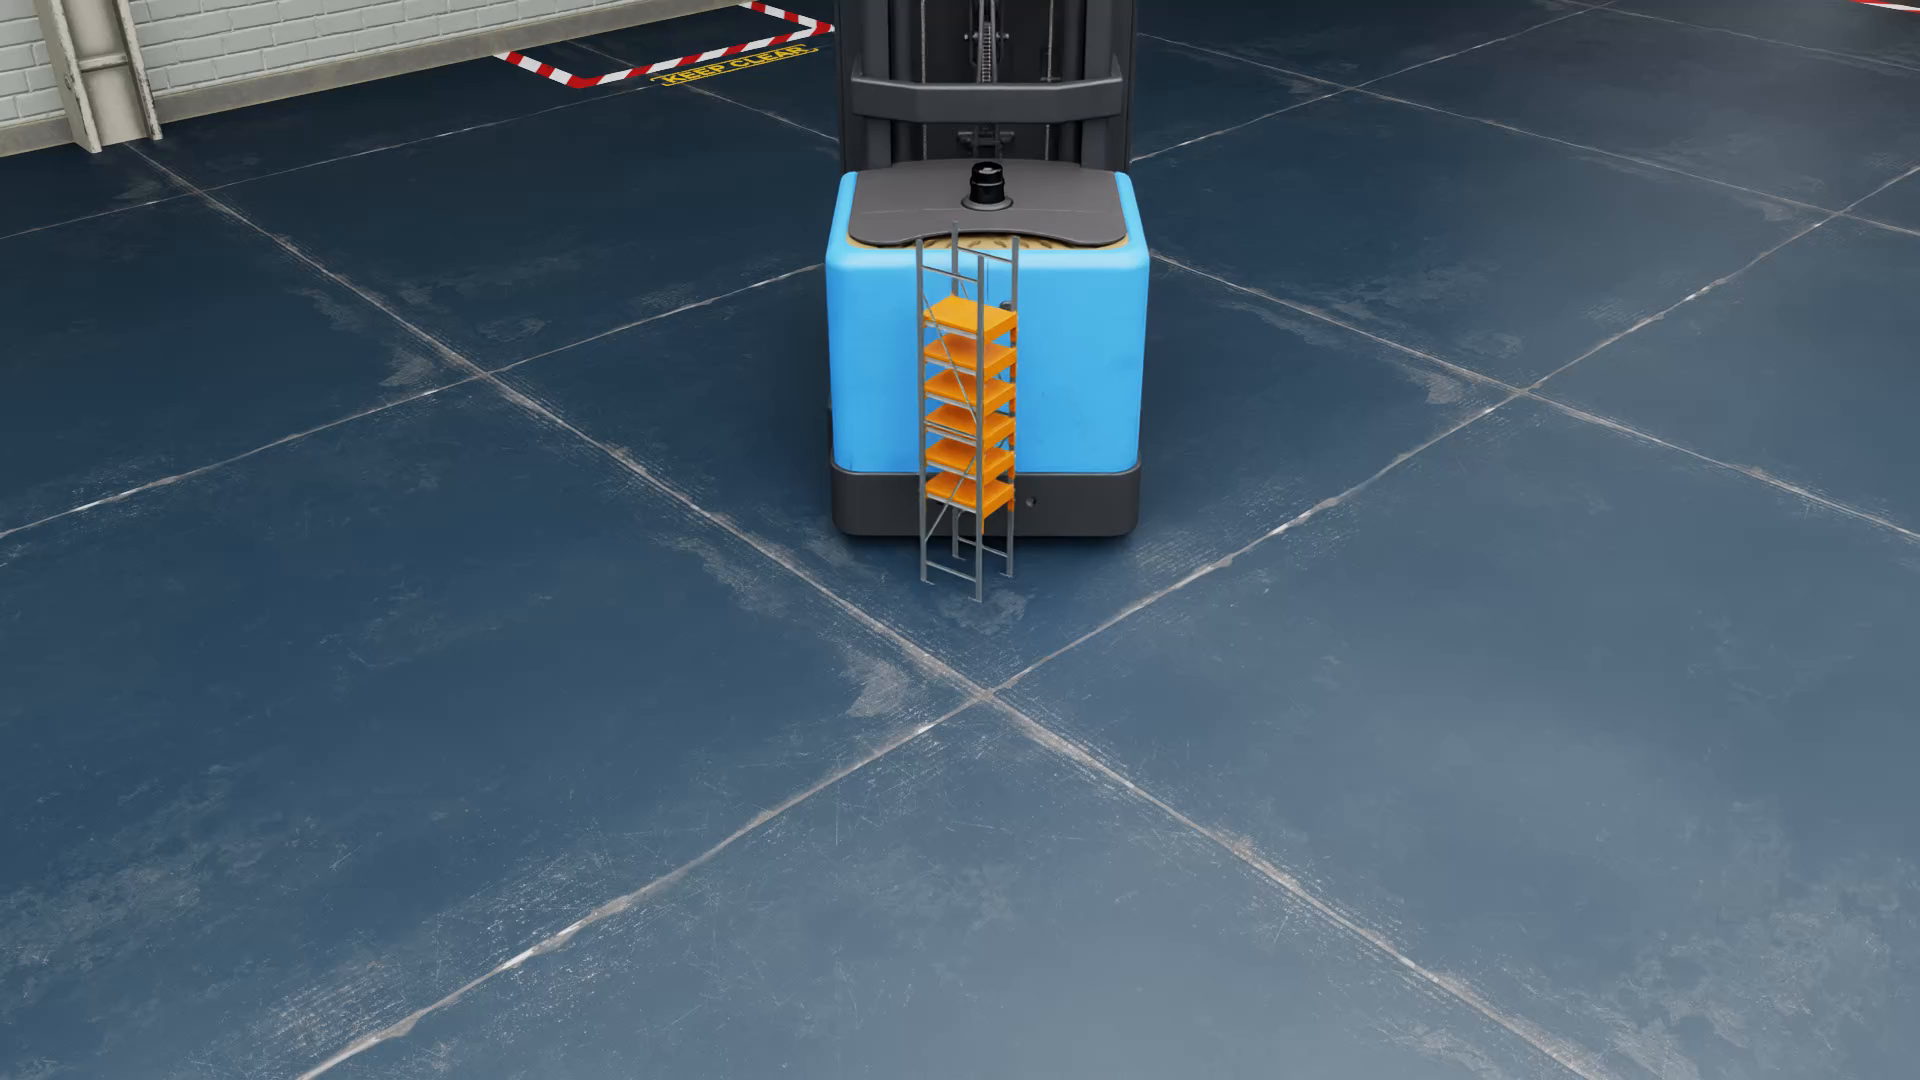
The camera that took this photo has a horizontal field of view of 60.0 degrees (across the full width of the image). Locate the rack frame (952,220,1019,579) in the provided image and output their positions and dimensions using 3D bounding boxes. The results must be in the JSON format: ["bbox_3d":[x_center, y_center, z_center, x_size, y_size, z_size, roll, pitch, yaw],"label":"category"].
[{"bbox_3d":[0.075,-0.418,5.284,0.240,1.200,0.006,20,37,29],"label":"rack frame"}]

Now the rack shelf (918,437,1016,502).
[{"bbox_3d":[0.022,-0.239,5.305,0.258,0.103,0.180,20,37,29],"label":"rack shelf"}]

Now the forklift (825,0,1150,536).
[{"bbox_3d":[0.094,-1.991,6.197,1.130,2.935,3.031,0,31,0],"label":"forklift"}]

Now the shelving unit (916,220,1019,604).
[{"bbox_3d":[0.022,-0.379,5.219,0.258,1.200,0.189,20,37,29],"label":"shelving unit"}]

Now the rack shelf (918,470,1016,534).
[{"bbox_3d":[0.022,-0.136,5.368,0.258,0.103,0.180,20,37,29],"label":"rack shelf"}]

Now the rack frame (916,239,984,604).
[{"bbox_3d":[-0.030,-0.340,5.155,0.240,1.200,0.006,20,37,29],"label":"rack frame"}]

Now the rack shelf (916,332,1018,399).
[{"bbox_3d":[0.022,-0.546,5.117,0.258,0.103,0.180,20,37,29],"label":"rack shelf"}]

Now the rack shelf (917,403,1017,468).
[{"bbox_3d":[0.022,-0.341,5.243,0.258,0.103,0.180,20,37,29],"label":"rack shelf"}]

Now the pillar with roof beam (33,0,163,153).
[{"bbox_3d":[-1.876,-4.479,4.449,0.400,9.000,9.100,-26,40,-35],"label":"pillar with roof beam"}]

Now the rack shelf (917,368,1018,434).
[{"bbox_3d":[0.022,-0.443,5.180,0.258,0.103,0.180,20,37,29],"label":"rack shelf"}]

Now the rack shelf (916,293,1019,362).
[{"bbox_3d":[0.022,-0.648,5.055,0.258,0.103,0.180,20,37,29],"label":"rack shelf"}]
